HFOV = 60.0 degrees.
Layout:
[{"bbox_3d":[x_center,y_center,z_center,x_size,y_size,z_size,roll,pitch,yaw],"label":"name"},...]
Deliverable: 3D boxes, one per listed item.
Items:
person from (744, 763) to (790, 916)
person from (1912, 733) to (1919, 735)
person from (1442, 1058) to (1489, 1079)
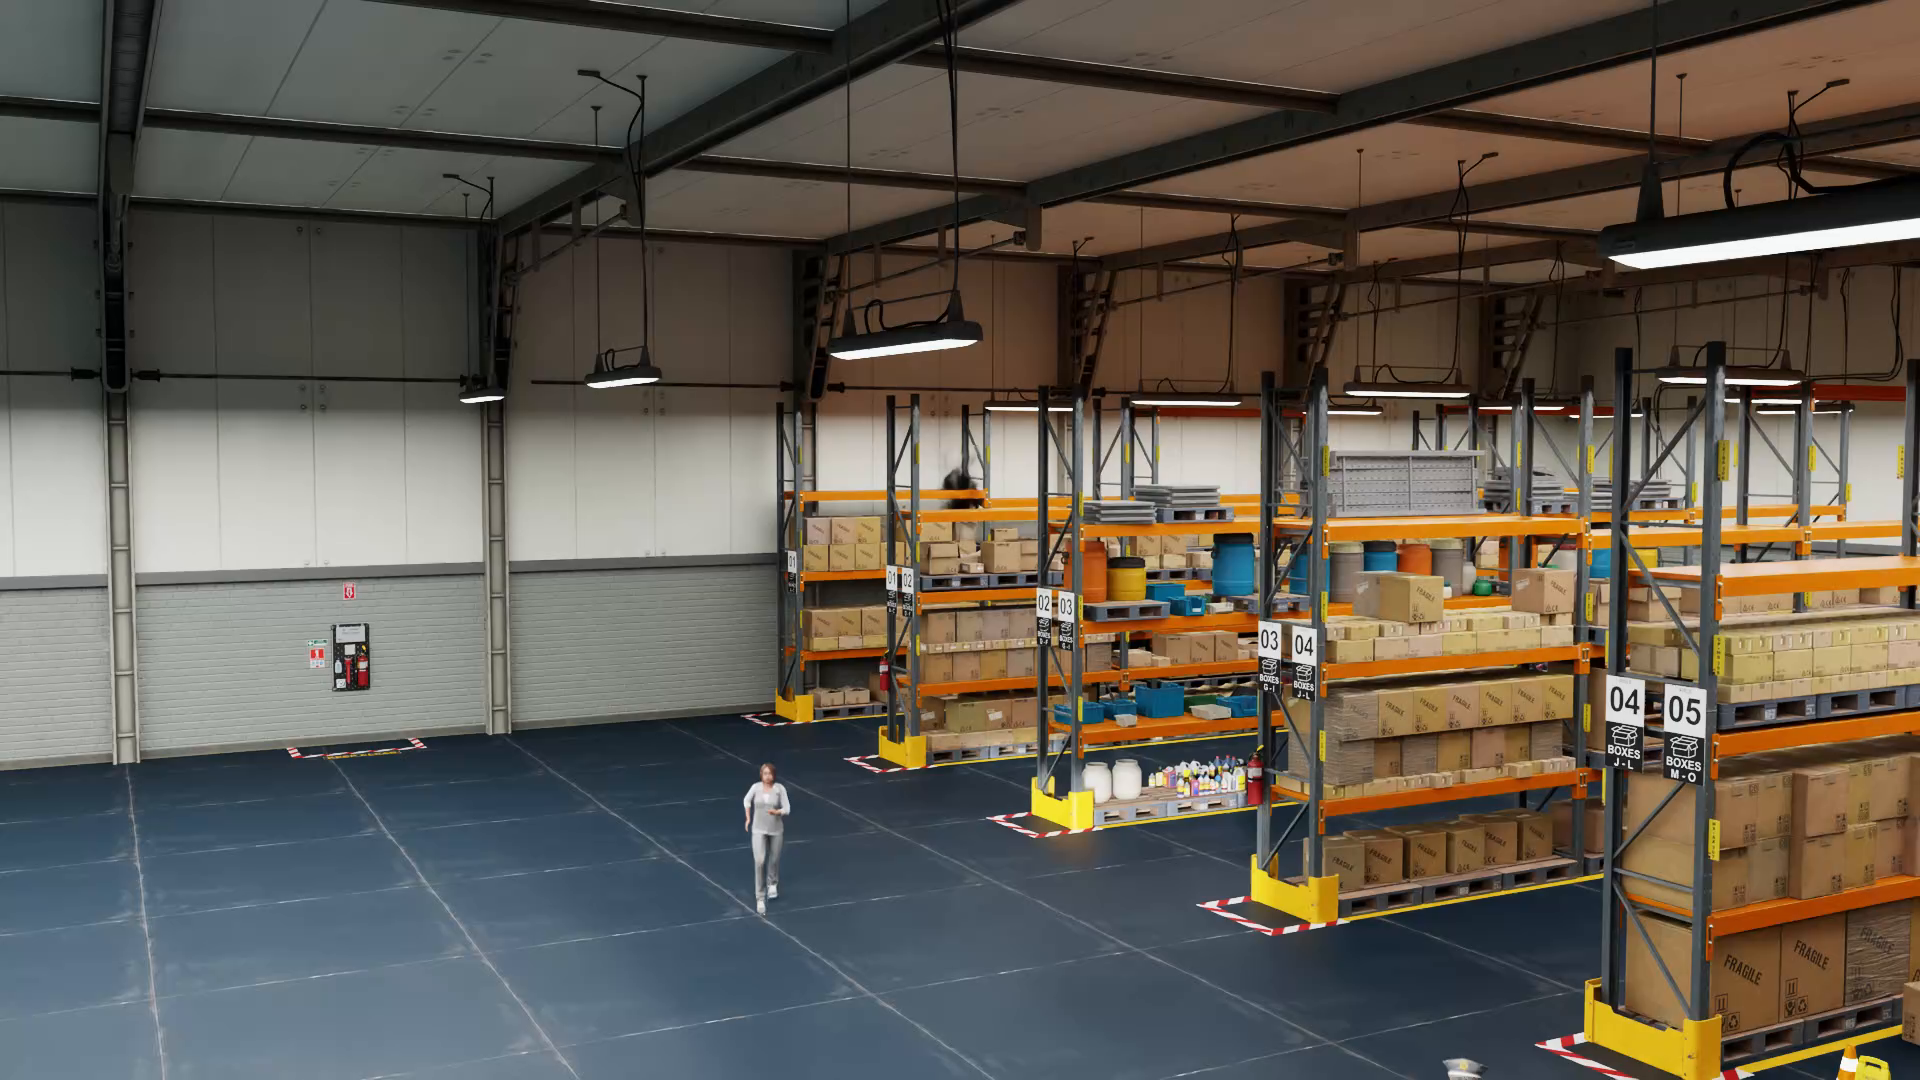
[{"bbox_3d":[-2.157,3.316,18.604,0.510,1.617,0.737,0,3,-8],"label":"person"},{"bbox_3d":[11.773,3.199,20.602,0.698,1.634,0.503,-2,4,-35],"label":"person"},{"bbox_3d":[2.774,3.757,9.256,0.647,1.772,0.680,1,3,16],"label":"person"}]
